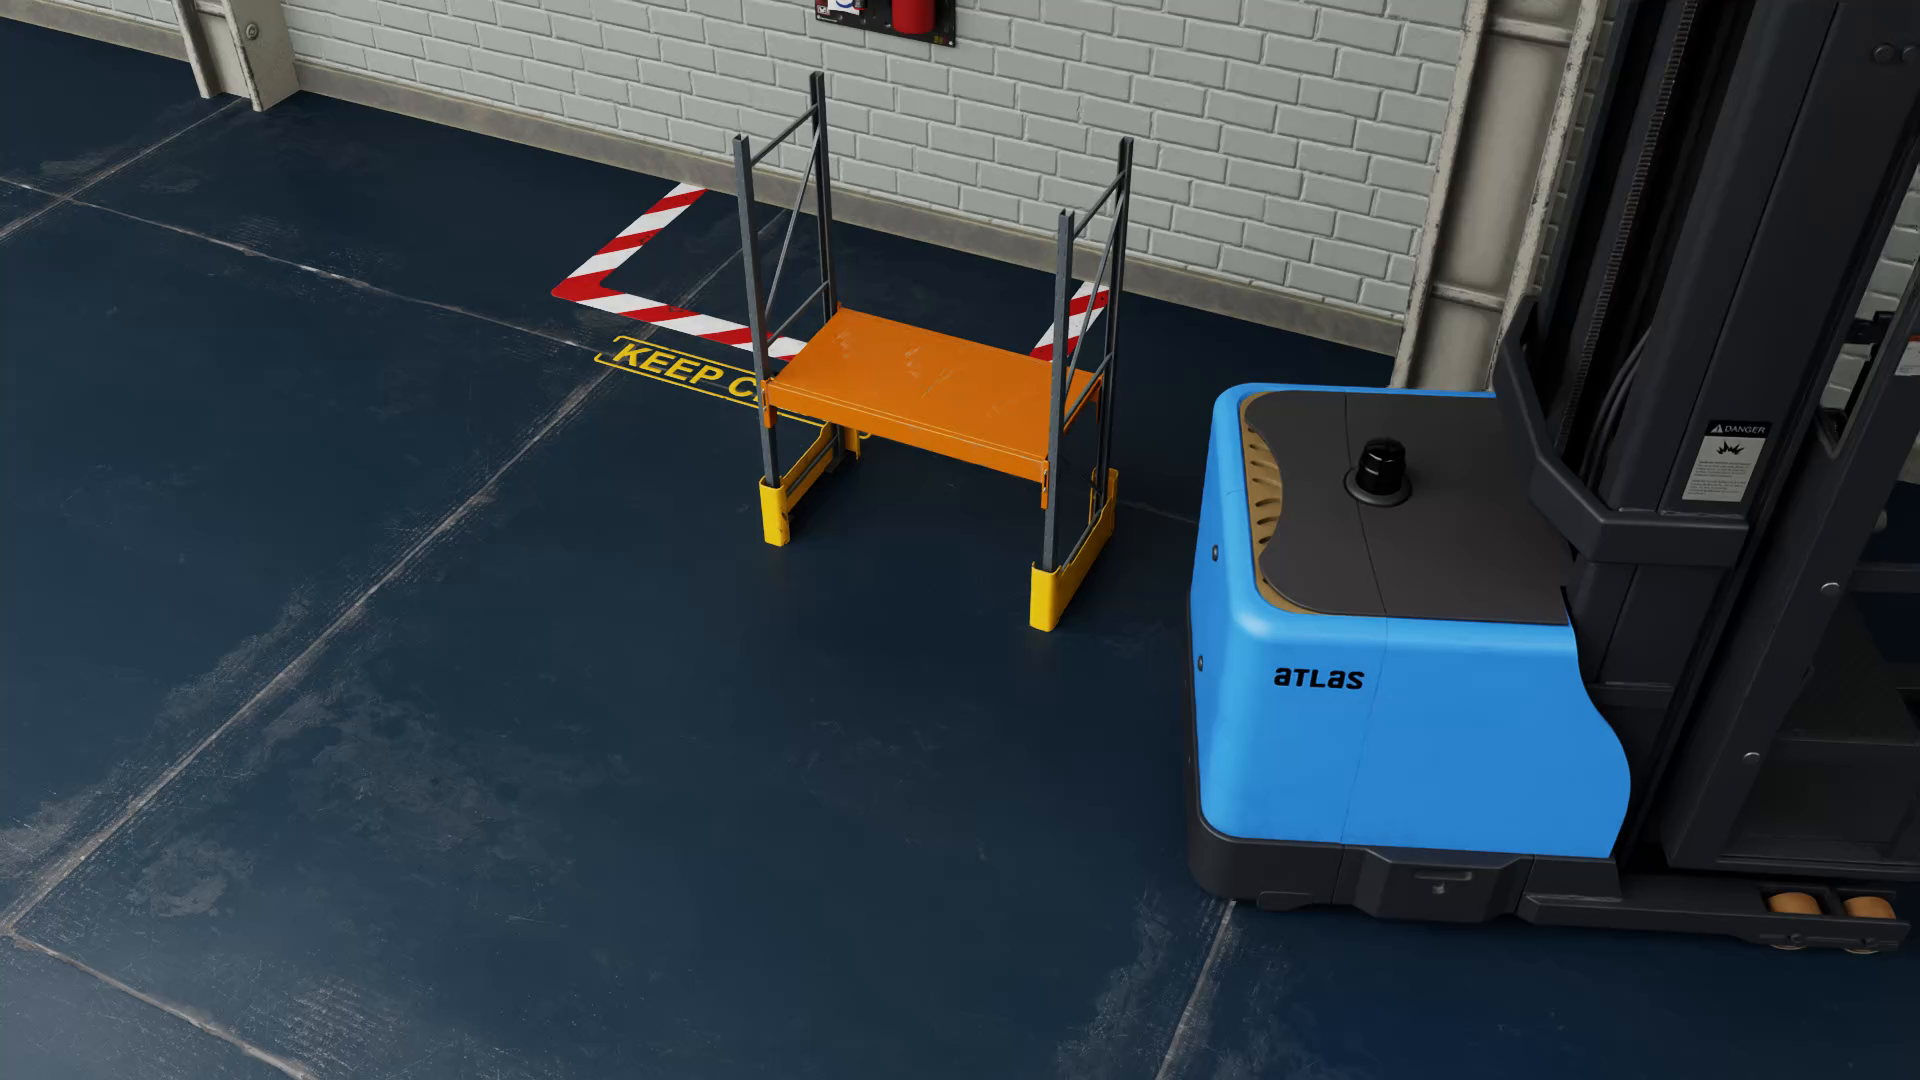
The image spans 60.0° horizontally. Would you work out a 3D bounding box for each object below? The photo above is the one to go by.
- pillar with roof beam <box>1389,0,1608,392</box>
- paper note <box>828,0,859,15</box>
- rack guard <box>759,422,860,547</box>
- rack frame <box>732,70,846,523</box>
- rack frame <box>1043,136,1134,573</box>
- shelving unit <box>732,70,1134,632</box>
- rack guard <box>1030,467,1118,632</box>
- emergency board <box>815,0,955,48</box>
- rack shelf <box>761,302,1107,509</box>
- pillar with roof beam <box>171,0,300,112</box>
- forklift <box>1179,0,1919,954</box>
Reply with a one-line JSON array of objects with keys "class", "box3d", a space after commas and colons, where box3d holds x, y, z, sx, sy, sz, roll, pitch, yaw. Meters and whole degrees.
[{"class": "pillar with roof beam", "box3d": [0.067, -1.436, 0.536, 0.400, 9.000, 9.100, 17, 44, 19]}, {"class": "paper note", "box3d": [-0.467, -2.188, 6.657, 0.142, 0.148, 0.016, 17, 44, 19]}, {"class": "rack guard", "box3d": [-0.520, -0.253, 5.852, 0.087, 0.250, 0.587, 17, 44, 19]}, {"class": "rack frame", "box3d": [-0.538, -0.731, 5.448, 0.032, 1.500, 0.500, 17, 44, 19]}, {"class": "rack frame", "box3d": [0.383, -0.450, 5.124, 0.032, 1.500, 0.500, 17, 44, 19]}, {"class": "shelving unit", "box3d": [-0.069, -0.588, 5.283, 1.083, 1.500, 0.587, 17, 44, 19]}, {"class": "rack guard", "box3d": [0.382, 0.022, 5.533, 0.087, 0.250, 0.587, 17, 44, 19]}, {"class": "emergency board", "box3d": [-0.336, -2.431, 6.264, 0.643, 1.169, 0.194, 17, 44, 19]}, {"class": "rack shelf", "box3d": [-0.077, -0.454, 5.404, 1.000, 0.185, 0.538, 17, 44, 19]}, {"class": "pillar with roof beam", "box3d": [-5.370, -3.097, 2.453, 0.400, 9.000, 9.100, 17, 44, 19]}, {"class": "forklift", "box3d": [2.173, -0.359, 3.926, 3.031, 2.935, 1.130, 3, 41, 3]}]
